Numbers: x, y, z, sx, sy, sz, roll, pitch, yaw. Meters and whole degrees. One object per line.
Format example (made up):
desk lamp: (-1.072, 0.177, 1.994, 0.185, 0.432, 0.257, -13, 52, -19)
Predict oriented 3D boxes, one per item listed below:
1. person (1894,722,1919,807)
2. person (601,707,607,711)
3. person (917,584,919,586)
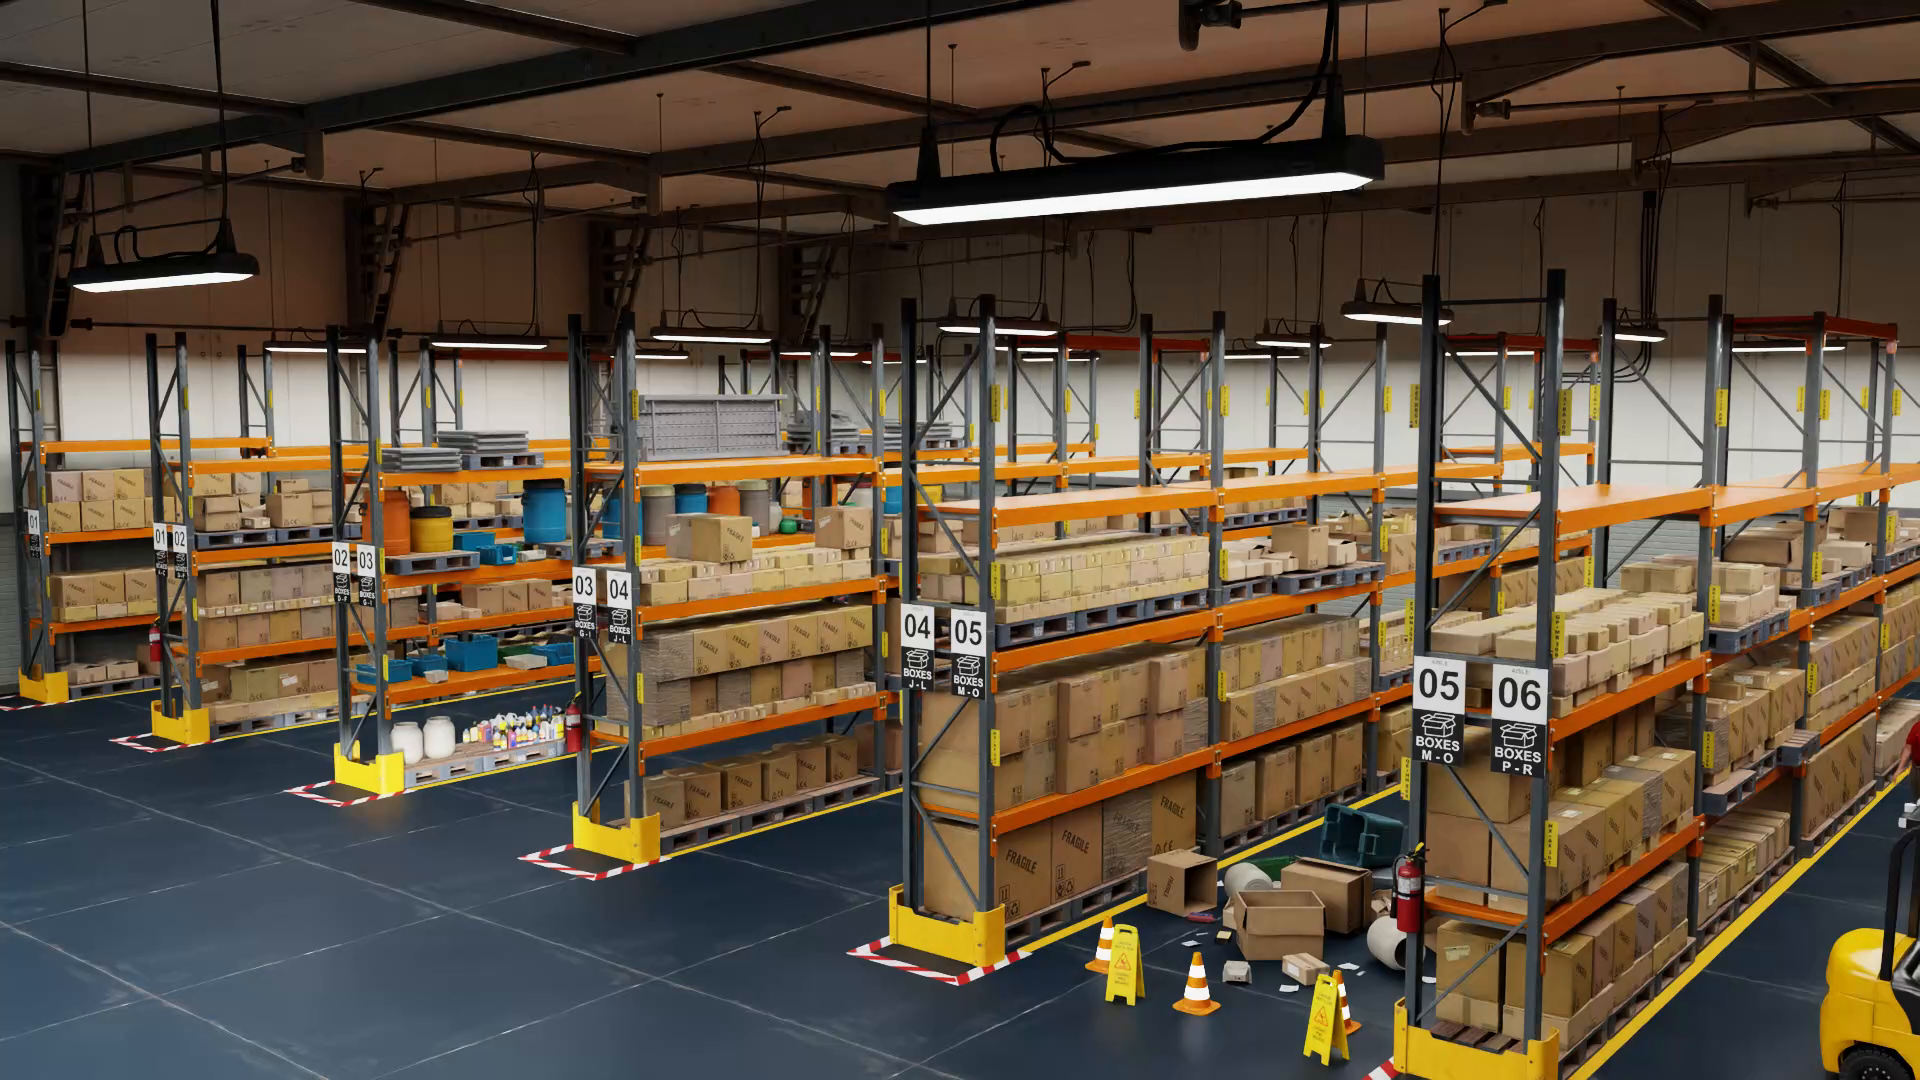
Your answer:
person: (10.857, 2.634, 18.634, 0.647, 1.656, 1.077, 5, 7, 42)
person: (-5.307, 1.871, 26.803, 0.610, 1.722, 0.925, 3, 6, 33)
person: (-1.009, 1.413, 32.085, 0.803, 1.817, 0.603, -2, 6, -24)
